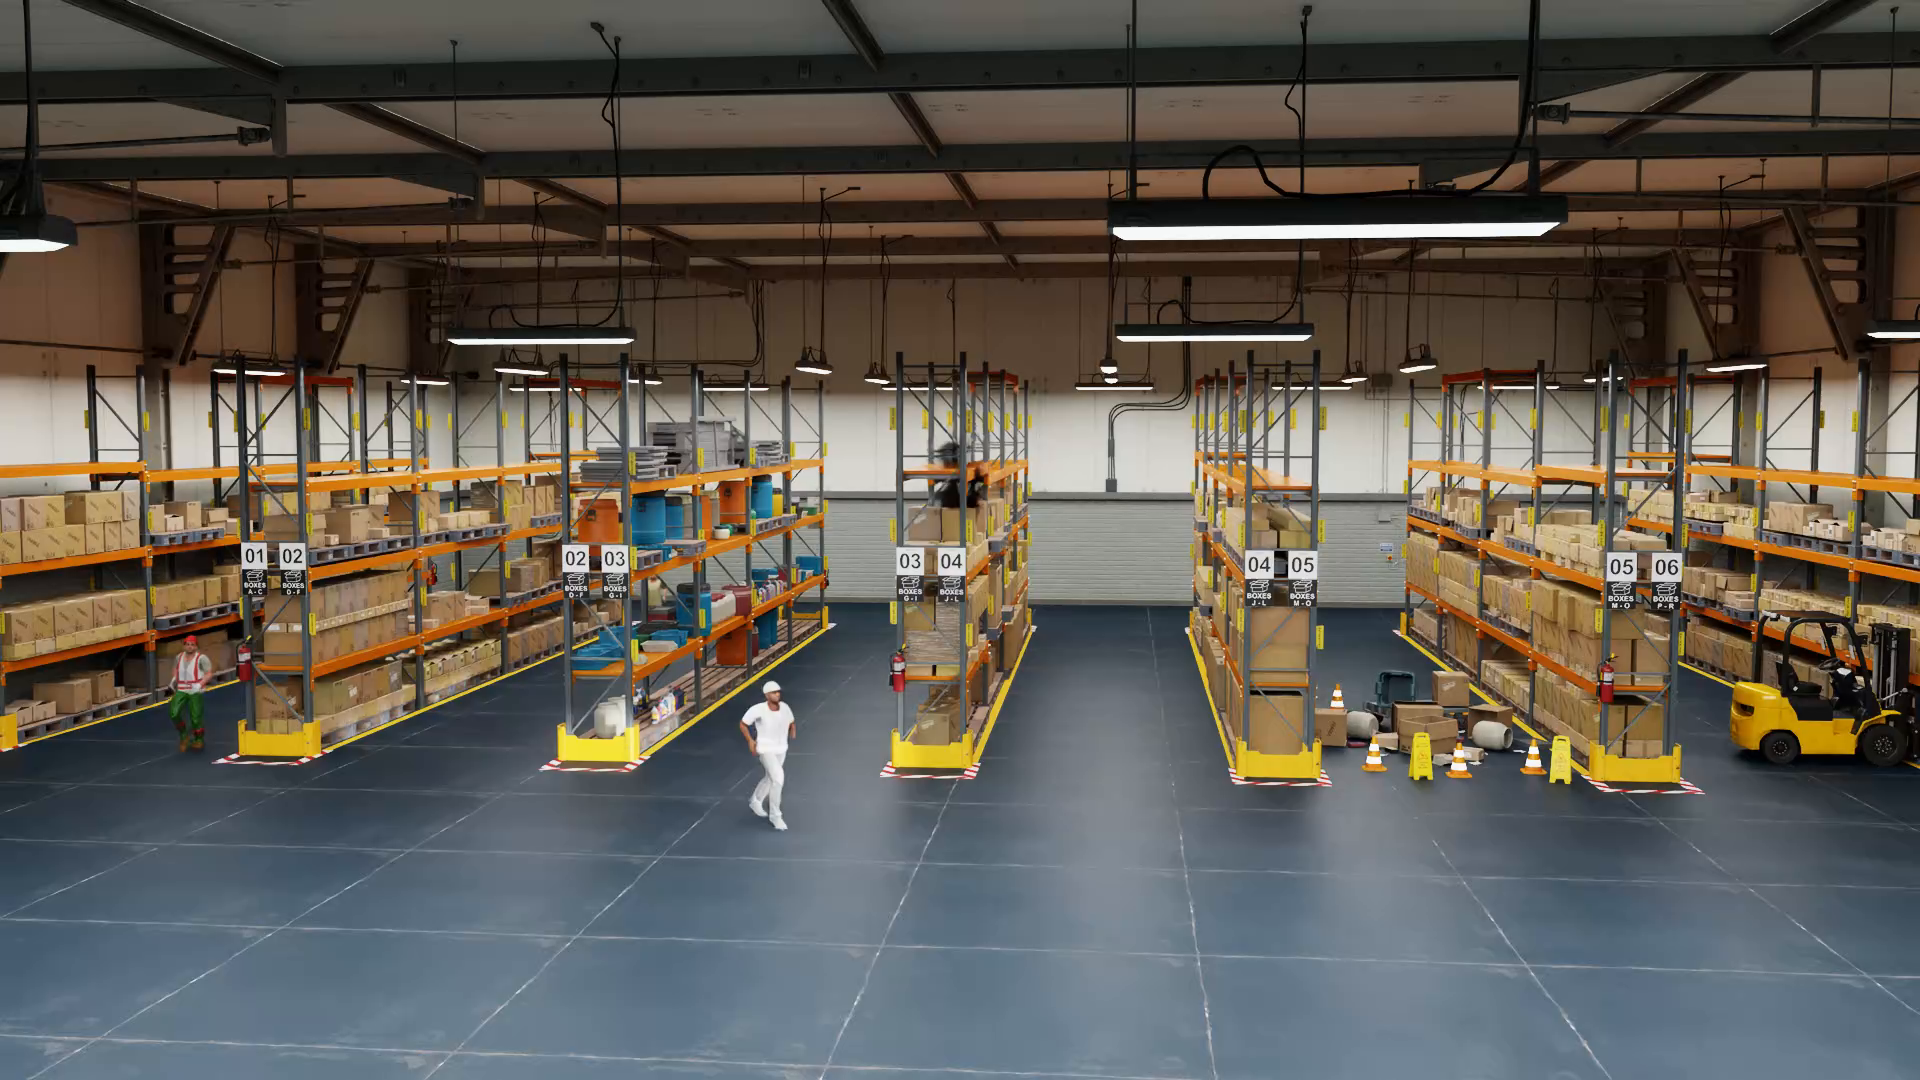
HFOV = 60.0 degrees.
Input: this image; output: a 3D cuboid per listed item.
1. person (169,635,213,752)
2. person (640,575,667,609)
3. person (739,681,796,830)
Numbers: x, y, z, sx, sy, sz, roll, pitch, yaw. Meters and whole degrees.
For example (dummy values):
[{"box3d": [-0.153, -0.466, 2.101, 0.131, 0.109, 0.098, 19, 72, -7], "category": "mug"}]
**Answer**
[{"box3d": [-11.704, 2.327, 25.238, 0.674, 1.758, 0.591, 0, 4, 1], "category": "person"}, {"box3d": [-6.902, 1.485, 37.428, 0.572, 1.678, 0.965, 0, 4, -5], "category": "person"}, {"box3d": [-2.357, 2.648, 20.698, 0.783, 1.817, 0.685, 4, 5, 41], "category": "person"}]
